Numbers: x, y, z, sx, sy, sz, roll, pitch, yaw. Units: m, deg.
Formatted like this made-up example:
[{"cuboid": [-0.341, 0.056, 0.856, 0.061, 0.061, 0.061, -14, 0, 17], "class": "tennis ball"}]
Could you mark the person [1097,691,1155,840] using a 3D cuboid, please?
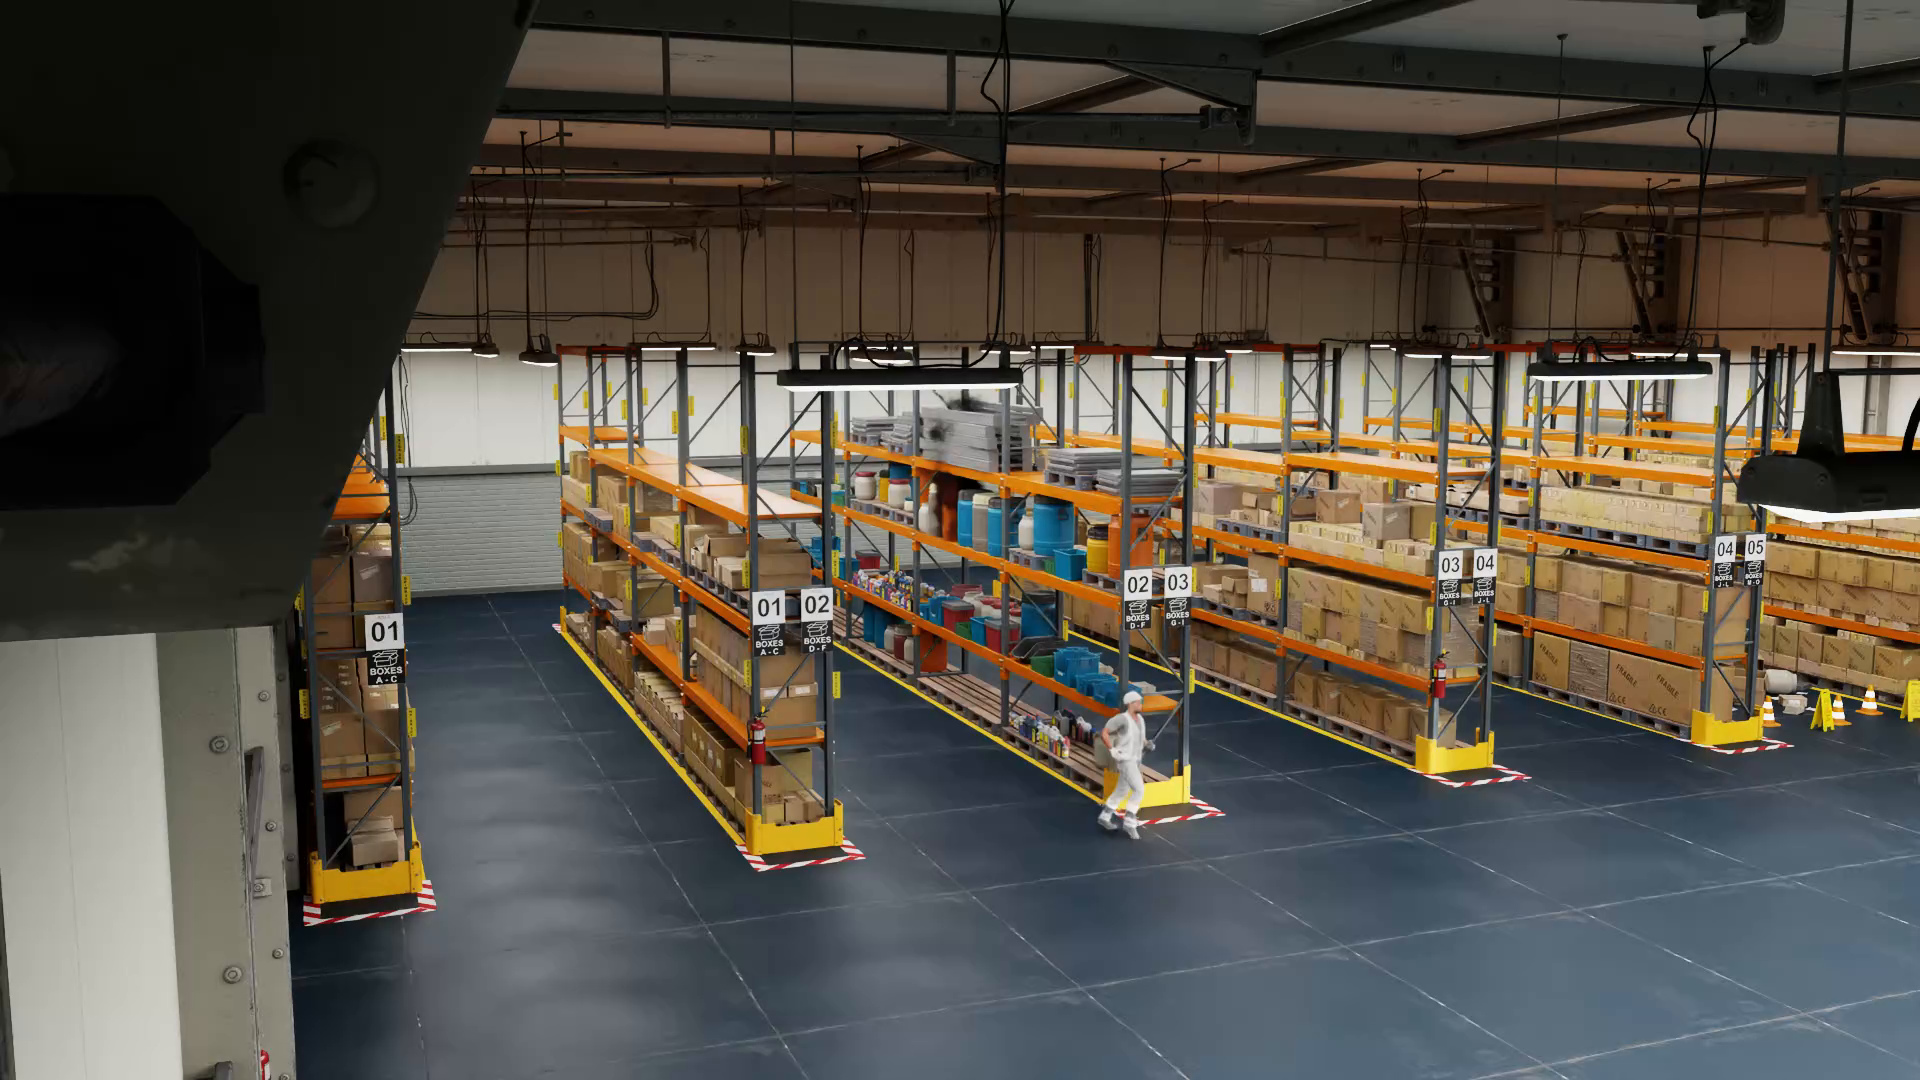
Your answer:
[{"cuboid": [2.123, 2.812, 20.955, 0.707, 1.819, 0.660, 4, 8, 28], "class": "person"}]

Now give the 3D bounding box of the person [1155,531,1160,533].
[{"cuboid": [4.469, 0.557, 39.410, 0.761, 1.591, 0.749, -1, 7, -7], "class": "person"}]

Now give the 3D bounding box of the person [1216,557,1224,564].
[{"cuboid": [5.215, 1.171, 34.078, 0.531, 1.720, 0.866, -4, 8, -26], "class": "person"}]
